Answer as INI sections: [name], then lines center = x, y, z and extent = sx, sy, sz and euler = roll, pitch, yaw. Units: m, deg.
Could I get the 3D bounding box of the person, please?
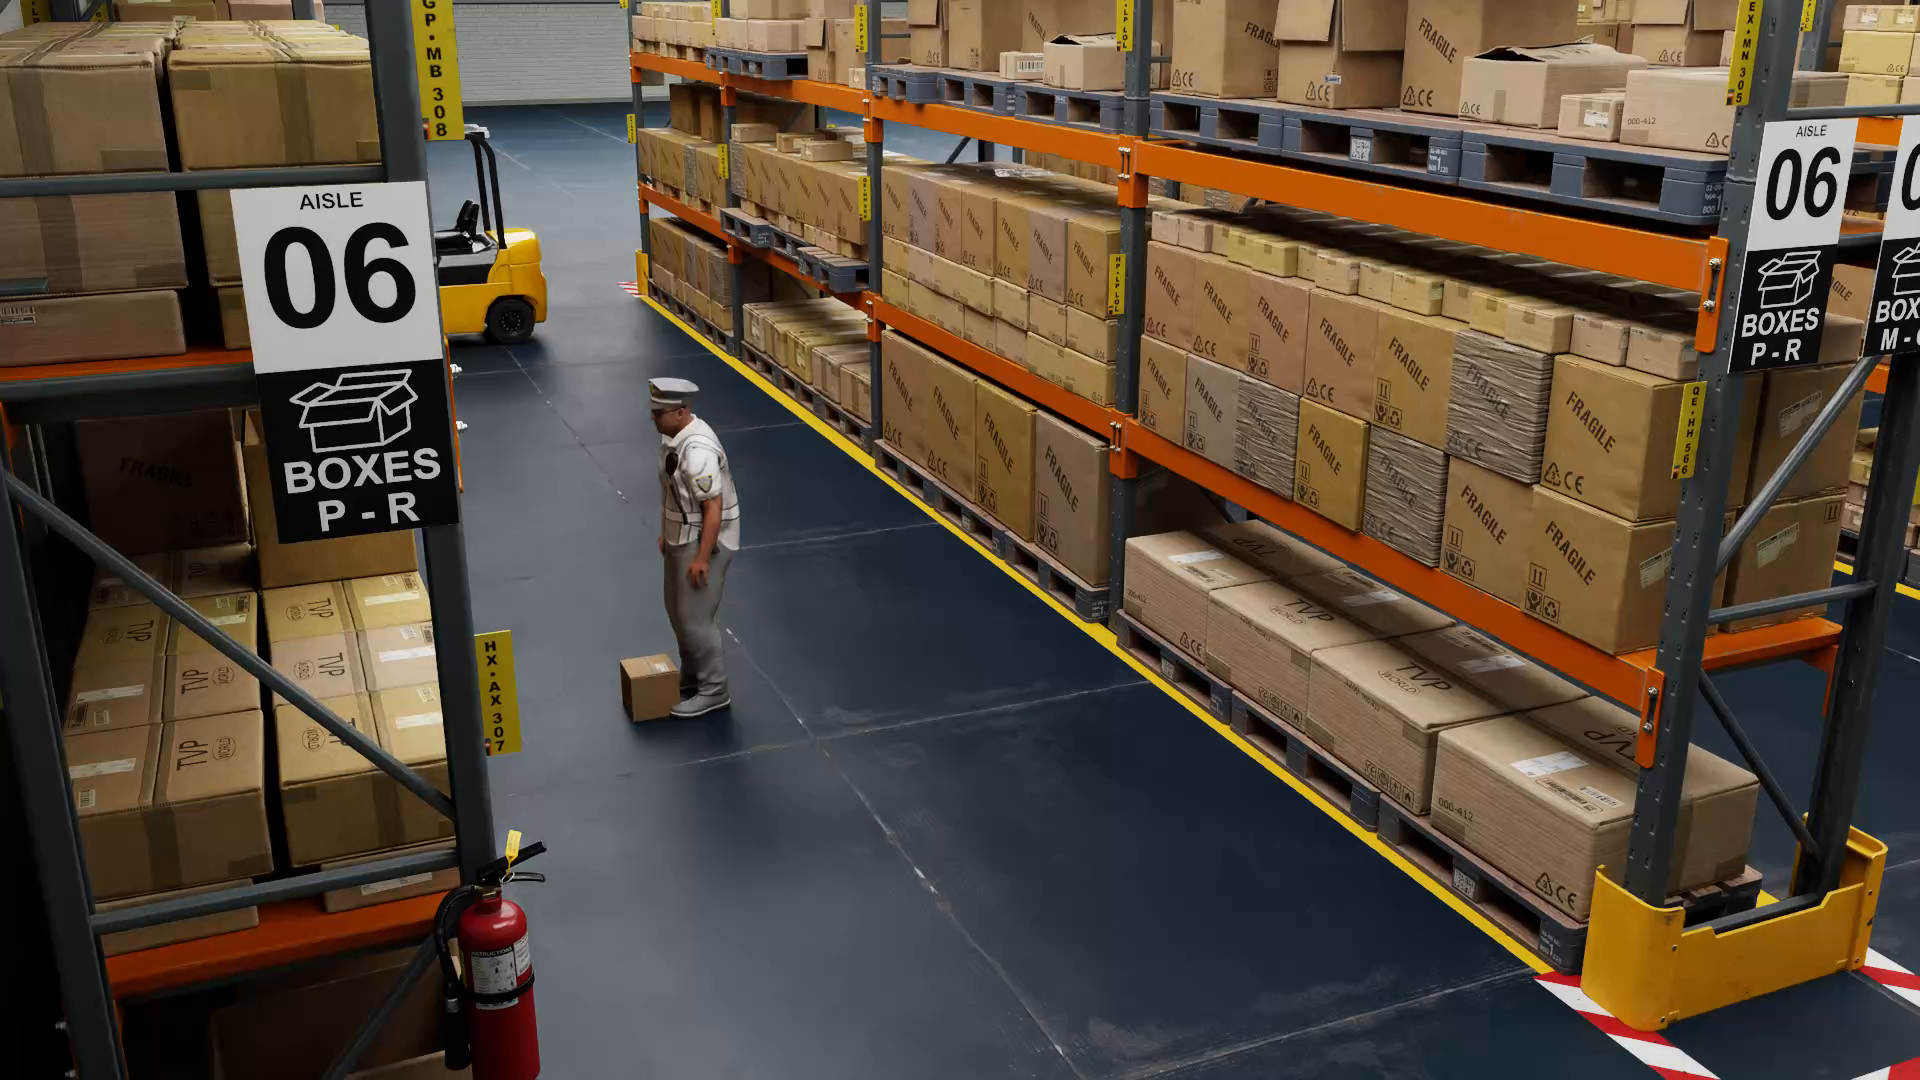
[person]
center = -1.356, 0.018, 8.492
extent = 0.430, 1.751, 0.604
euler = -9, 21, -24
